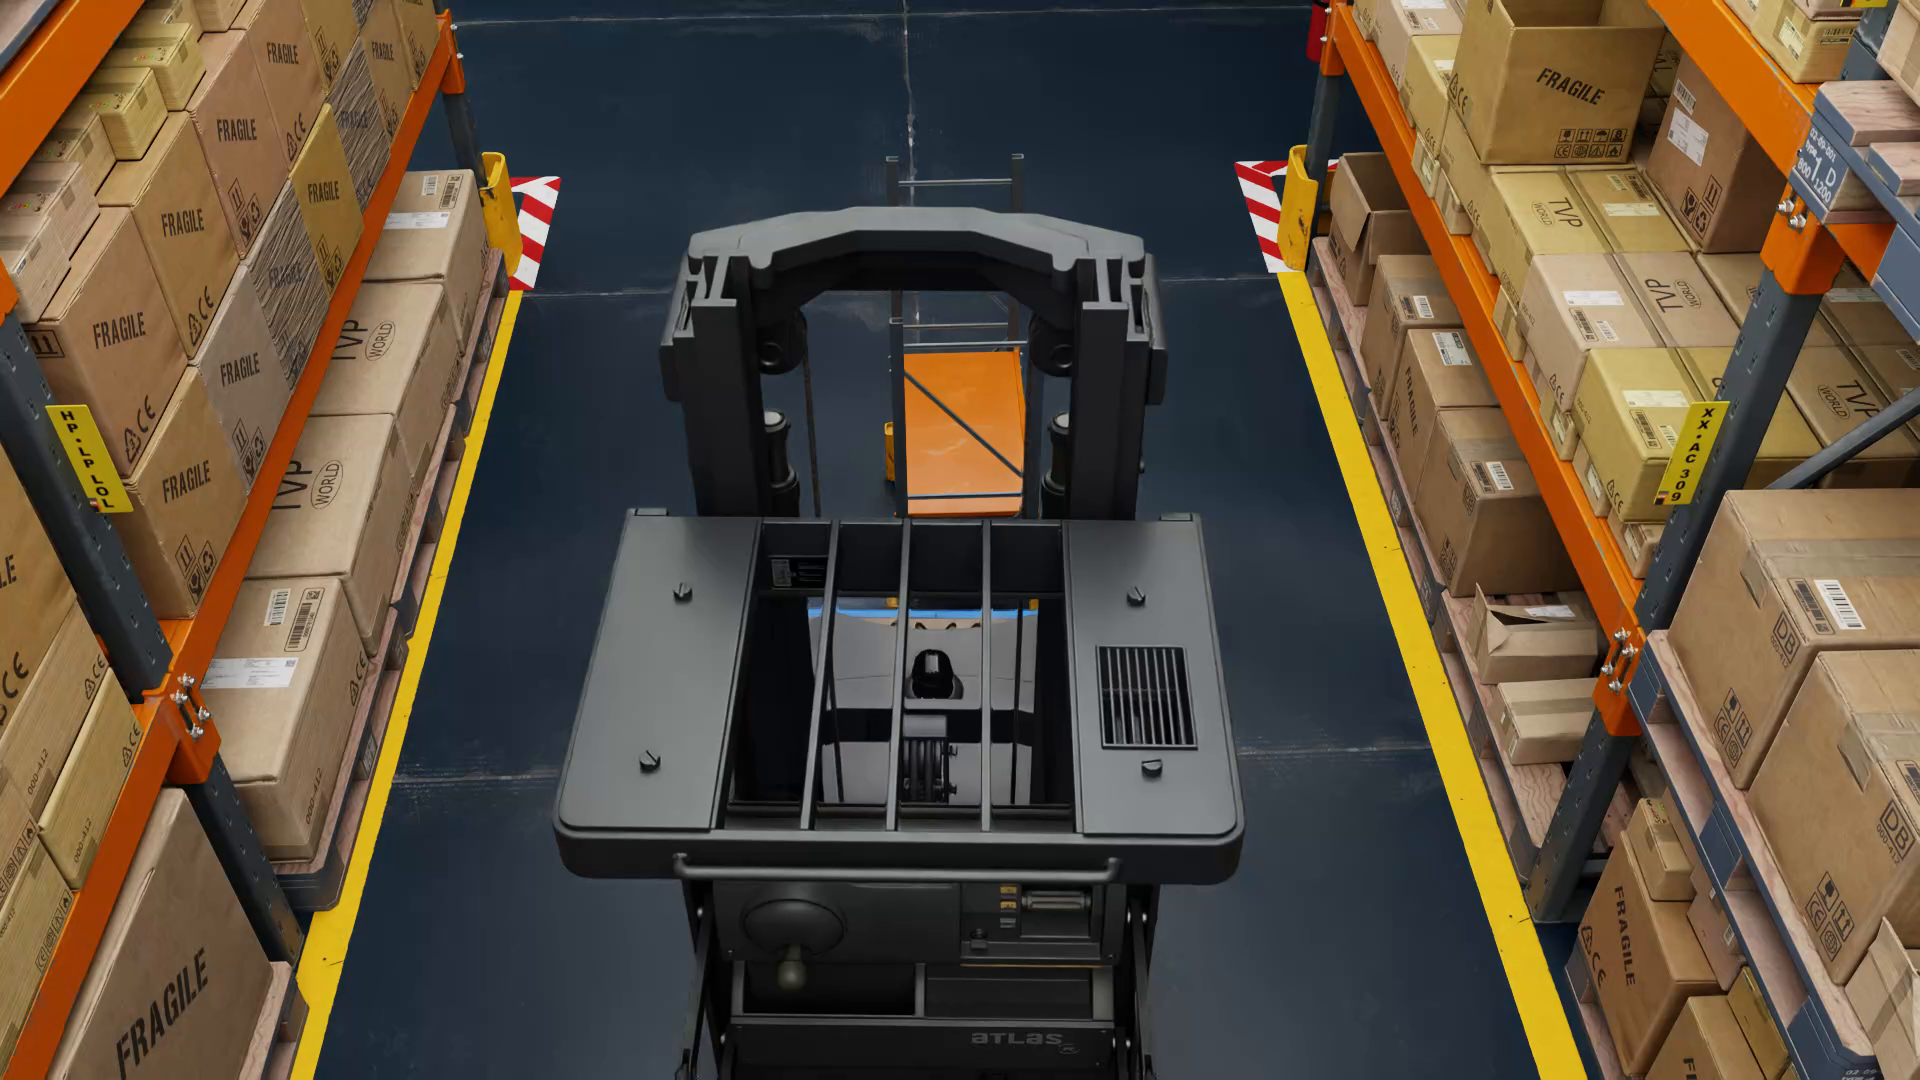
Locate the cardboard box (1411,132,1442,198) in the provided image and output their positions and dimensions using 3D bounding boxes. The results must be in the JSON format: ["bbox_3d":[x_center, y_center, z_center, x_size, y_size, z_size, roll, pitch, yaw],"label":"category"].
[{"bbox_3d":[1.931,-1.421,6.266,0.380,0.149,0.250,-3,43,-3],"label":"cardboard box"}]

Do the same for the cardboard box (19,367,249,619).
[{"bbox_3d":[-2.362,-0.130,4.598,0.500,0.500,0.500,0,43,0],"label":"cardboard box"}]

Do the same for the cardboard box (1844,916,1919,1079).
[{"bbox_3d":[2.031,0.930,3.304,0.396,0.266,0.258,0,43,0],"label":"cardboard box"}]

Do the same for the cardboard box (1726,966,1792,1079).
[{"bbox_3d":[2.216,1.221,4.257,0.380,0.149,0.250,-4,43,-4],"label":"cardboard box"}]

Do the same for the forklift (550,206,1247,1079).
[{"bbox_3d":[-0.091,0.907,3.591,1.130,2.935,3.031,1,43,1],"label":"forklift"}]

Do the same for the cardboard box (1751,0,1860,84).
[{"bbox_3d":[2.045,-1.161,3.763,0.380,0.149,0.250,-2,43,-2],"label":"cardboard box"}]

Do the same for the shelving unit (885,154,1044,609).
[{"bbox_3d":[0.003,-0.501,6.187,0.587,1.500,1.083,-2,43,-2],"label":"shelving unit"}]

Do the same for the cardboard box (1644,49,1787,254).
[{"bbox_3d":[2.558,-1.258,5.238,0.500,0.500,0.500,-3,43,-3],"label":"cardboard box"}]

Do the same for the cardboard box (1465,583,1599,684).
[{"bbox_3d":[2.023,0.331,5.882,0.396,0.266,0.258,0,43,0],"label":"cardboard box"}]

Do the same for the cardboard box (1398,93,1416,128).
[{"bbox_3d":[1.978,-1.773,6.650,0.380,0.149,0.250,0,43,0],"label":"cardboard box"}]

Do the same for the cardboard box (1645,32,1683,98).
[{"bbox_3d":[2.507,-1.683,6.257,0.500,0.250,0.500,0,43,0],"label":"cardboard box"}]

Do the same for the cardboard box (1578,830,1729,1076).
[{"bbox_3d":[2.151,1.186,4.775,0.500,0.500,0.500,0,43,0],"label":"cardboard box"}]

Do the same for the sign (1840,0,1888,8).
[{"bbox_3d":[1.814,-1.189,3.225,0.100,0.325,0.005,-2,43,-2],"label":"sign"}]

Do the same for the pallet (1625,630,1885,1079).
[{"bbox_3d":[2.281,0.700,3.909,1.003,0.211,1.213,-2,43,-2],"label":"pallet"}]

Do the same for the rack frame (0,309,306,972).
[{"bbox_3d":[-2.603,0.231,4.278,1.000,3.000,0.127,-2,43,-2],"label":"rack frame"}]

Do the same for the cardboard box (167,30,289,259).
[{"bbox_3d":[-2.407,-1.190,5.014,0.500,0.500,0.500,-1,43,-1],"label":"cardboard box"}]

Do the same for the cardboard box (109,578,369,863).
[{"bbox_3d":[-2.523,0.594,5.467,0.875,0.438,0.875,-2,43,-2],"label":"cardboard box"}]

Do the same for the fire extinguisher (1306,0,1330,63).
[{"bbox_3d":[1.718,-2.534,7.628,0.296,0.674,0.183,-2,43,-2],"label":"fire extinguisher"}]

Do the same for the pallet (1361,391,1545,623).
[{"bbox_3d":[2.273,-0.175,6.785,1.003,0.211,1.213,-2,43,-2],"label":"pallet"}]

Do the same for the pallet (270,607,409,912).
[{"bbox_3d":[-2.557,0.744,5.783,1.003,0.211,1.213,-2,43,-2],"label":"pallet"}]

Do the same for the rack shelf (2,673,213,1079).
[{"bbox_3d":[-2.518,1.847,3.048,1.077,0.370,4.000,-2,43,-2],"label":"rack shelf"}]

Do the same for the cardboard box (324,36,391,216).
[{"bbox_3d":[-2.450,-1.502,6.094,0.500,0.500,0.500,-1,43,-1],"label":"cardboard box"}]

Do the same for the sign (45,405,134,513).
[{"bbox_3d":[-2.062,-0.189,3.938,0.100,0.325,0.005,-2,43,-2],"label":"sign"}]

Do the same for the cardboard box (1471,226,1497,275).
[{"bbox_3d":[2.042,-1.071,5.885,0.380,0.149,0.250,-2,43,-2],"label":"cardboard box"}]

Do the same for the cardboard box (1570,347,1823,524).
[{"bbox_3d":[2.090,-0.305,4.754,0.500,0.250,0.500,-1,43,-1],"label":"cardboard box"}]

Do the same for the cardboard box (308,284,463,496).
[{"bbox_3d":[-2.598,-0.619,6.791,0.875,0.438,0.875,-1,43,-1],"label":"cardboard box"}]

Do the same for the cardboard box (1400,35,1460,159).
[{"bbox_3d":[1.982,-1.672,6.245,0.500,0.250,0.500,-2,43,-3],"label":"cardboard box"}]

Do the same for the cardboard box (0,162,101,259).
[{"bbox_3d":[-2.384,-0.806,4.116,0.380,0.149,0.250,-1,43,-1],"label":"cardboard box"}]

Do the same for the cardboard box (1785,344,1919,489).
[{"bbox_3d":[2.604,-0.310,4.759,0.500,0.250,0.500,-2,43,-2],"label":"cardboard box"}]

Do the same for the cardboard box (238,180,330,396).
[{"bbox_3d":[-2.394,-0.806,5.335,0.500,0.500,0.500,-1,43,-2],"label":"cardboard box"}]

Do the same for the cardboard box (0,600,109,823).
[{"bbox_3d":[-2.342,0.393,3.843,0.500,0.250,0.500,-2,43,-2],"label":"cardboard box"}]

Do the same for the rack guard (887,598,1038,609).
[{"bbox_3d":[0.024,0.296,6.243,0.587,0.250,0.087,-2,43,-2],"label":"rack guard"}]

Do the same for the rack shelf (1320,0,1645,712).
[{"bbox_3d":[2.271,-0.999,6.152,1.077,0.370,4.000,-2,43,-2],"label":"rack shelf"}]

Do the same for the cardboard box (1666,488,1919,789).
[{"bbox_3d":[2.153,0.228,3.897,0.700,0.500,0.500,-1,43,-1],"label":"cardboard box"}]

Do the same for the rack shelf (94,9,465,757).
[{"bbox_3d":[-2.688,-0.854,5.994,1.077,0.370,4.000,-2,43,-2],"label":"rack shelf"}]

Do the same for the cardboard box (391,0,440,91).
[{"bbox_3d":[-2.488,-2.188,6.843,0.500,0.500,0.500,-1,43,-2],"label":"cardboard box"}]

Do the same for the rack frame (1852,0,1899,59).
[{"bbox_3d":[2.356,-2.125,2.409,1.000,3.000,0.127,-2,43,-2],"label":"rack frame"}]

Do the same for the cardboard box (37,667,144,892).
[{"bbox_3d":[-2.332,0.582,4.006,0.500,0.250,0.500,-3,43,-3],"label":"cardboard box"}]

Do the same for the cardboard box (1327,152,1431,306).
[{"bbox_3d":[2.117,-1.433,7.630,0.797,0.503,0.637,-3,43,-3],"label":"cardboard box"}]

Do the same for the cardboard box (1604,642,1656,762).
[{"bbox_3d":[2.564,0.470,5.697,0.500,0.311,0.500,0,43,0],"label":"cardboard box"}]

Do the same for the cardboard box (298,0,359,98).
[{"bbox_3d":[-2.446,-1.870,5.756,0.500,0.500,0.500,-2,43,-2],"label":"cardboard box"}]

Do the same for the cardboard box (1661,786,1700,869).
[{"bbox_3d":[2.166,0.752,4.548,0.380,0.149,0.250,-2,43,-3],"label":"cardboard box"}]

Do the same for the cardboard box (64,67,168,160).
[{"bbox_3d":[-2.387,-1.147,4.488,0.380,0.149,0.250,-2,43,-2],"label":"cardboard box"}]

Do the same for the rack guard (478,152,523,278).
[{"bbox_3d":[-2.774,-1.564,8.086,1.175,0.500,0.348,-2,43,-2],"label":"rack guard"}]

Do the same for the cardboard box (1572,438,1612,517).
[{"bbox_3d":[2.057,-0.204,4.939,0.380,0.149,0.250,-1,43,-1],"label":"cardboard box"}]

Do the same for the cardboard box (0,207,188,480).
[{"bbox_3d":[-2.382,-0.503,4.265,0.500,0.500,0.500,-1,43,-2],"label":"cardboard box"}]

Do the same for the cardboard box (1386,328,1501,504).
[{"bbox_3d":[2.037,-0.494,6.608,0.500,0.500,0.500,-1,43,-1],"label":"cardboard box"}]

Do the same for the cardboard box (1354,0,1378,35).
[{"bbox_3d":[1.936,-2.354,6.990,0.500,0.250,0.500,-1,43,-2],"label":"cardboard box"}]

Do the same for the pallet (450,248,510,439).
[{"bbox_3d":[-2.661,-0.904,7.580,1.003,0.211,1.213,-2,43,-2],"label":"pallet"}]

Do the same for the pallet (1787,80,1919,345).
[{"bbox_3d":[2.313,-0.508,3.003,1.213,0.211,1.003,-2,43,-2],"label":"pallet"}]

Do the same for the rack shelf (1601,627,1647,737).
[{"bbox_3d":[2.441,1.702,3.206,1.077,0.370,4.000,-2,43,-2],"label":"rack shelf"}]

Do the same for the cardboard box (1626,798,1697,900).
[{"bbox_3d":[2.105,0.864,4.647,0.380,0.149,0.250,0,43,0],"label":"cardboard box"}]

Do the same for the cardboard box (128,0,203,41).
[{"bbox_3d":[-2.462,-1.495,4.867,0.380,0.149,0.250,-2,43,-2],"label":"cardboard box"}]

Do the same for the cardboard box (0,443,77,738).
[{"bbox_3d":[-2.334,0.120,3.585,0.500,0.500,0.500,0,43,0],"label":"cardboard box"}]

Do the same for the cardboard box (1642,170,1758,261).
[{"bbox_3d":[2.556,-0.997,5.509,0.500,0.250,0.500,-1,43,-1],"label":"cardboard box"}]

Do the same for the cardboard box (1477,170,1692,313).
[{"bbox_3d":[2.046,-0.980,5.490,0.500,0.250,0.500,-2,43,-2],"label":"cardboard box"}]

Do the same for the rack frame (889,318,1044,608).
[{"bbox_3d":[0.025,-0.152,5.806,0.500,1.500,0.032,-2,43,-2],"label":"rack frame"}]

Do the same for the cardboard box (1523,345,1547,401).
[{"bbox_3d":[2.038,-0.557,5.324,0.380,0.149,0.250,-1,43,-1],"label":"cardboard box"}]
